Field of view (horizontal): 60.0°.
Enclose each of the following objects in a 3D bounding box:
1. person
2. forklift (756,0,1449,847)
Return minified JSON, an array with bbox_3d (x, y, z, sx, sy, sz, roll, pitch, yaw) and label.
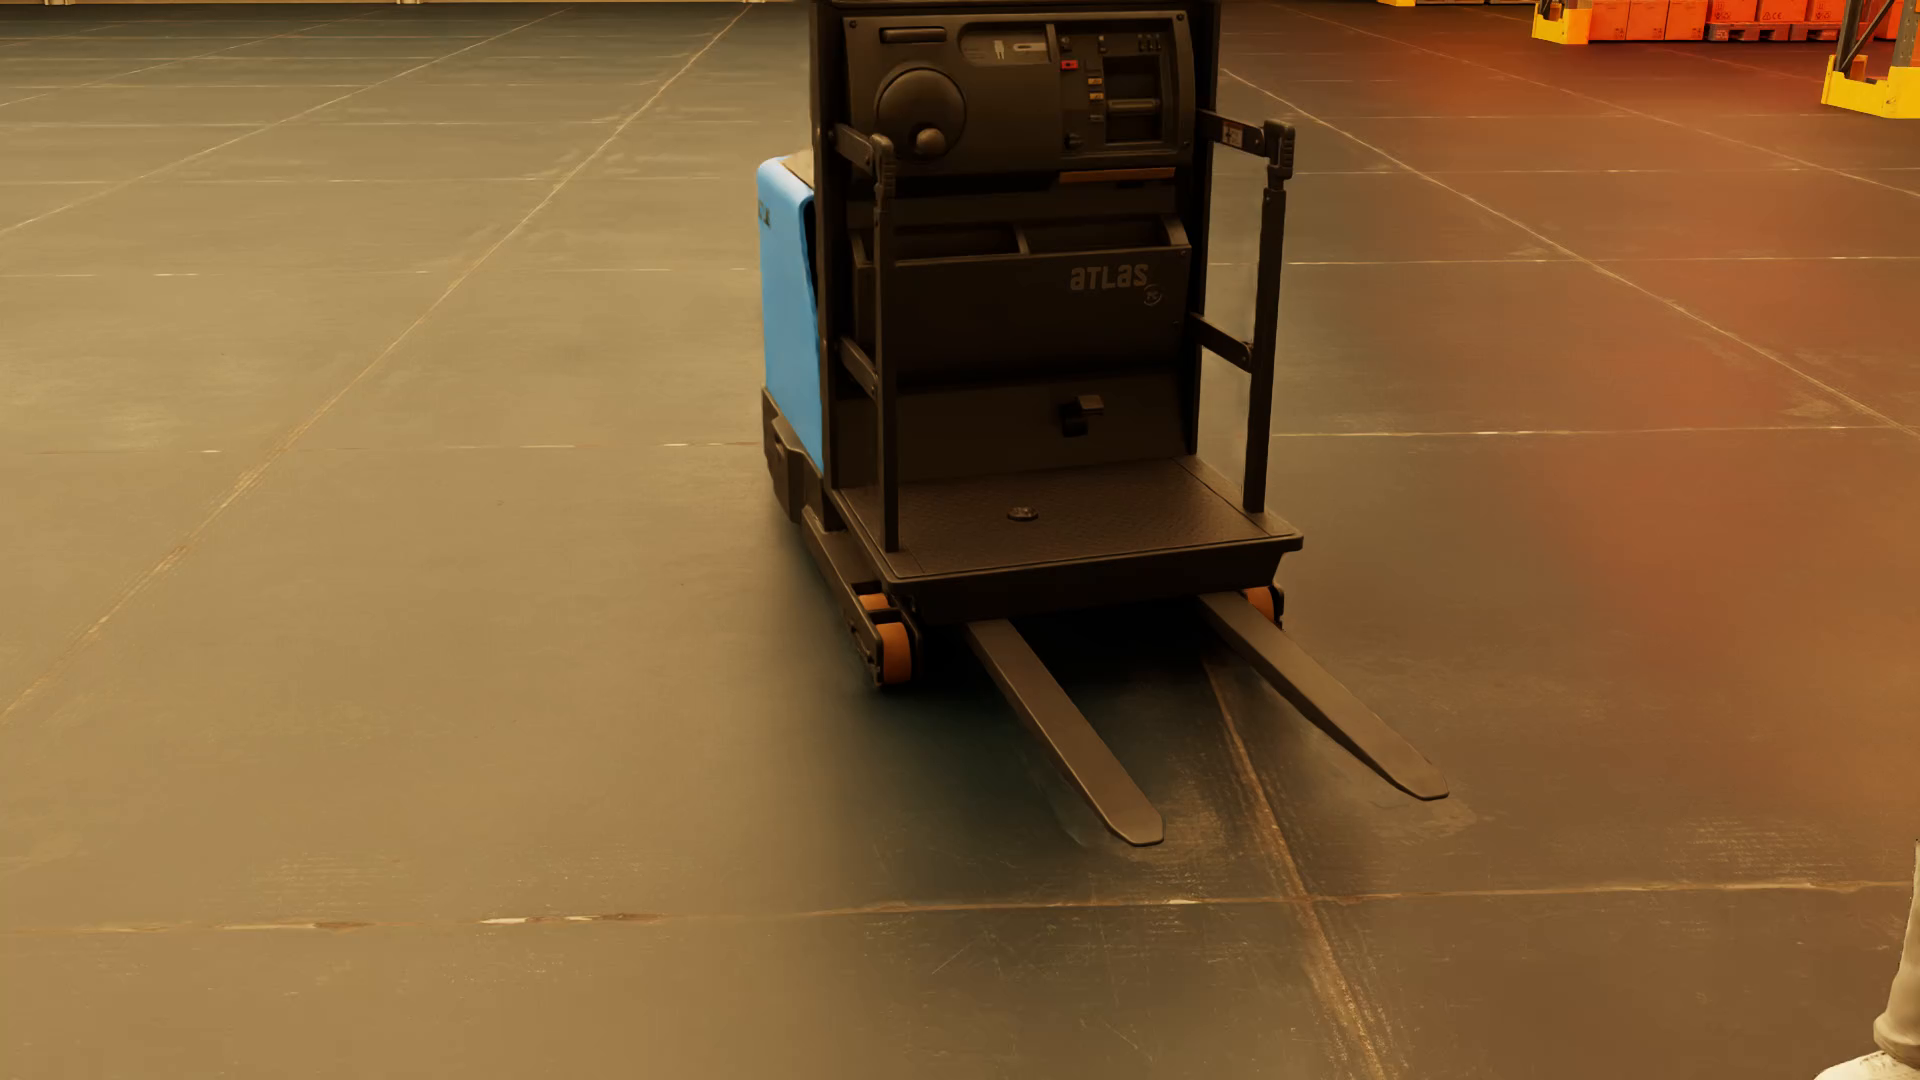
[{"bbox_3d":[1.661,0.233,2.366,0.478,1.661,0.538,1,21,2],"label":"person"},{"bbox_3d":[0.224,-1.151,4.094,1.130,2.935,3.031,-6,22,-15],"label":"forklift"}]
